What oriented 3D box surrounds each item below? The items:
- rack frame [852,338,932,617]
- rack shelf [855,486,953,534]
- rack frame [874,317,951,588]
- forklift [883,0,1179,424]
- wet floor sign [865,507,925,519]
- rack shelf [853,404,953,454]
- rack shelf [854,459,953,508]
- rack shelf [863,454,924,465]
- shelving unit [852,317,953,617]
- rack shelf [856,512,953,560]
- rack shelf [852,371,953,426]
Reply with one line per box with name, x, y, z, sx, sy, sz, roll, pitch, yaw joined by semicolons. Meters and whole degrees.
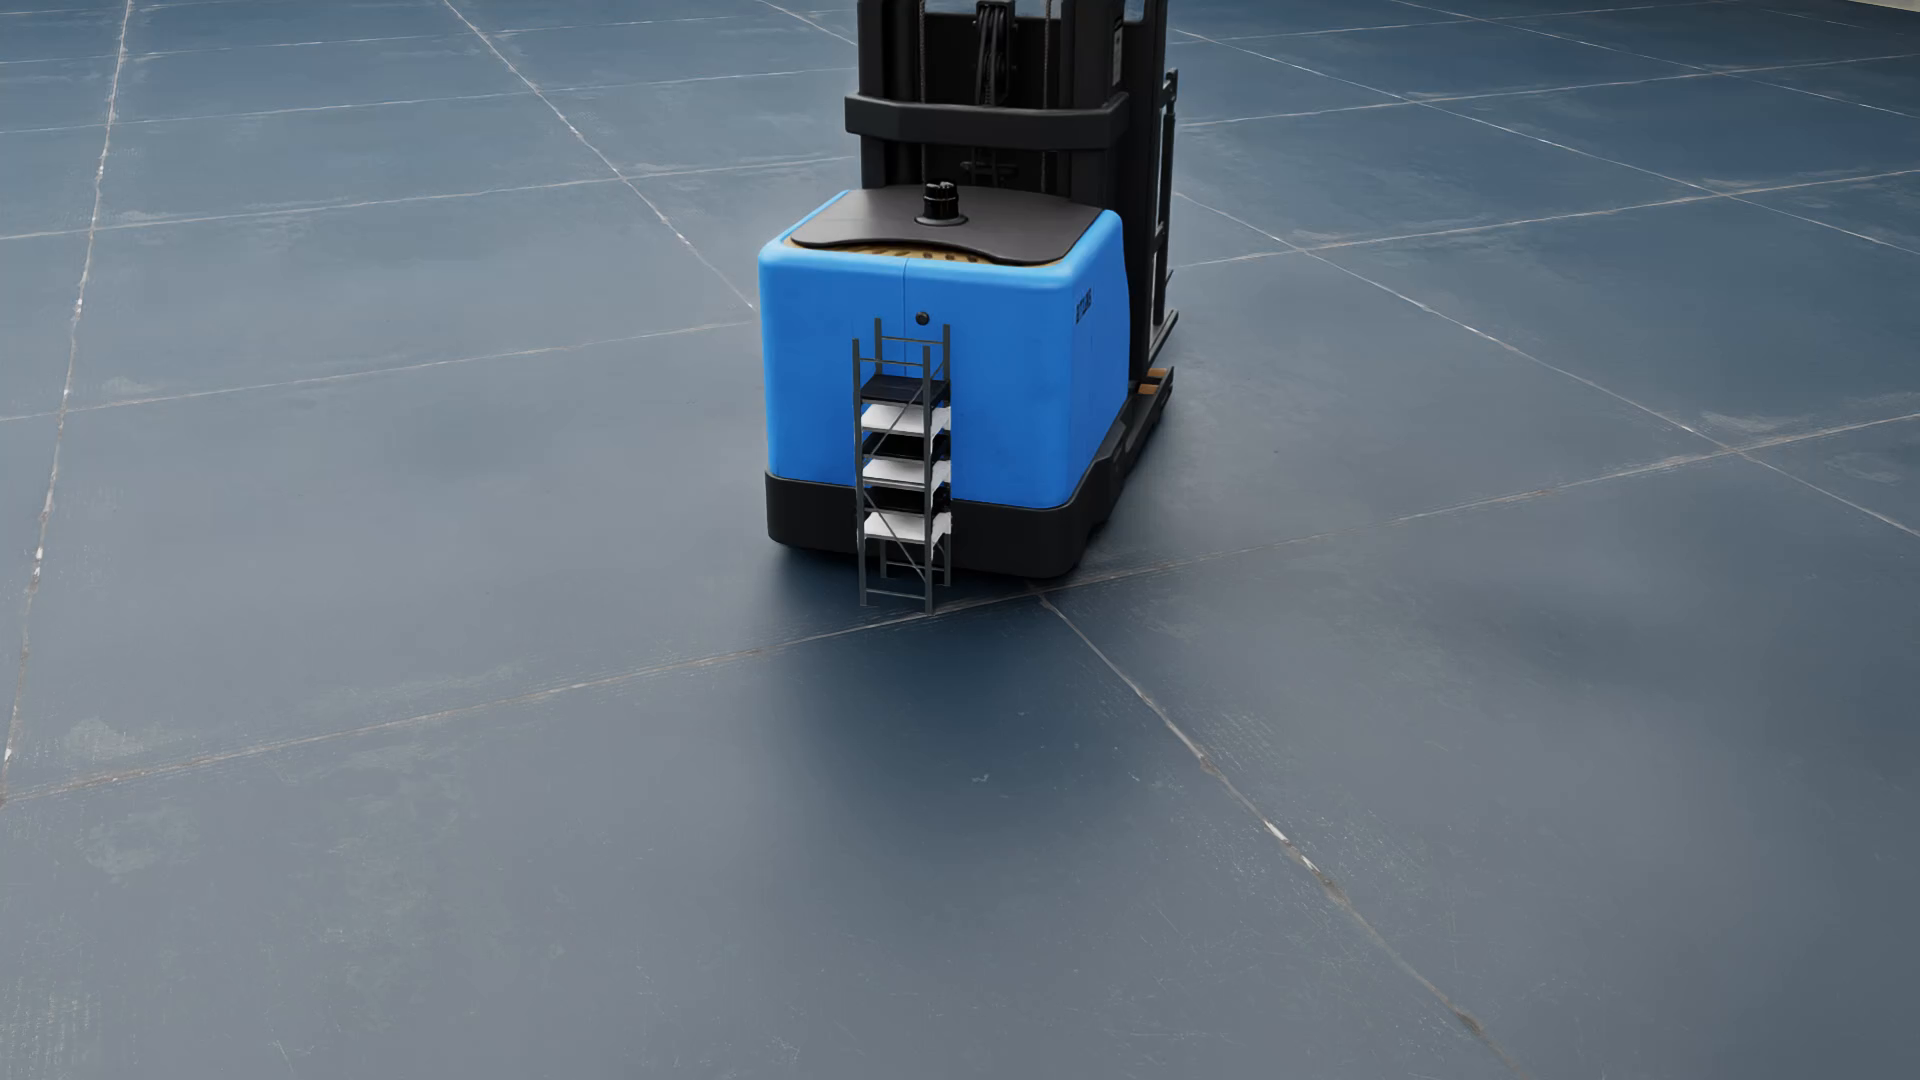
rack frame;-0.203;-0.177;5.088;0.240;0.900;0.006;7;27;15
rack shelf;-0.175;-0.109;5.229;0.258;0.077;0.200;7;27;15
rack frame;-0.146;-0.263;5.263;0.240;0.900;0.006;7;27;15
forklift;0.269;-1.811;6.191;1.118;2.867;2.937;7;27;15
wet floor sign;-4.200;1.896;1.131;8.776;0.644;8.923;-1;26;-3
rack shelf;-0.175;-0.352;5.111;0.258;0.077;0.200;7;27;15
rack shelf;-0.175;-0.190;5.190;0.258;0.077;0.200;7;27;15
rack shelf;-0.175;-0.284;5.144;0.199;0.015;0.184;7;27;15
shelving unit;-0.175;-0.220;5.175;0.258;0.900;0.210;7;27;15
rack shelf;-0.175;-0.028;5.269;0.258;0.077;0.200;7;27;15
rack shelf;-0.175;-0.433;5.071;0.258;0.077;0.200;7;27;15
